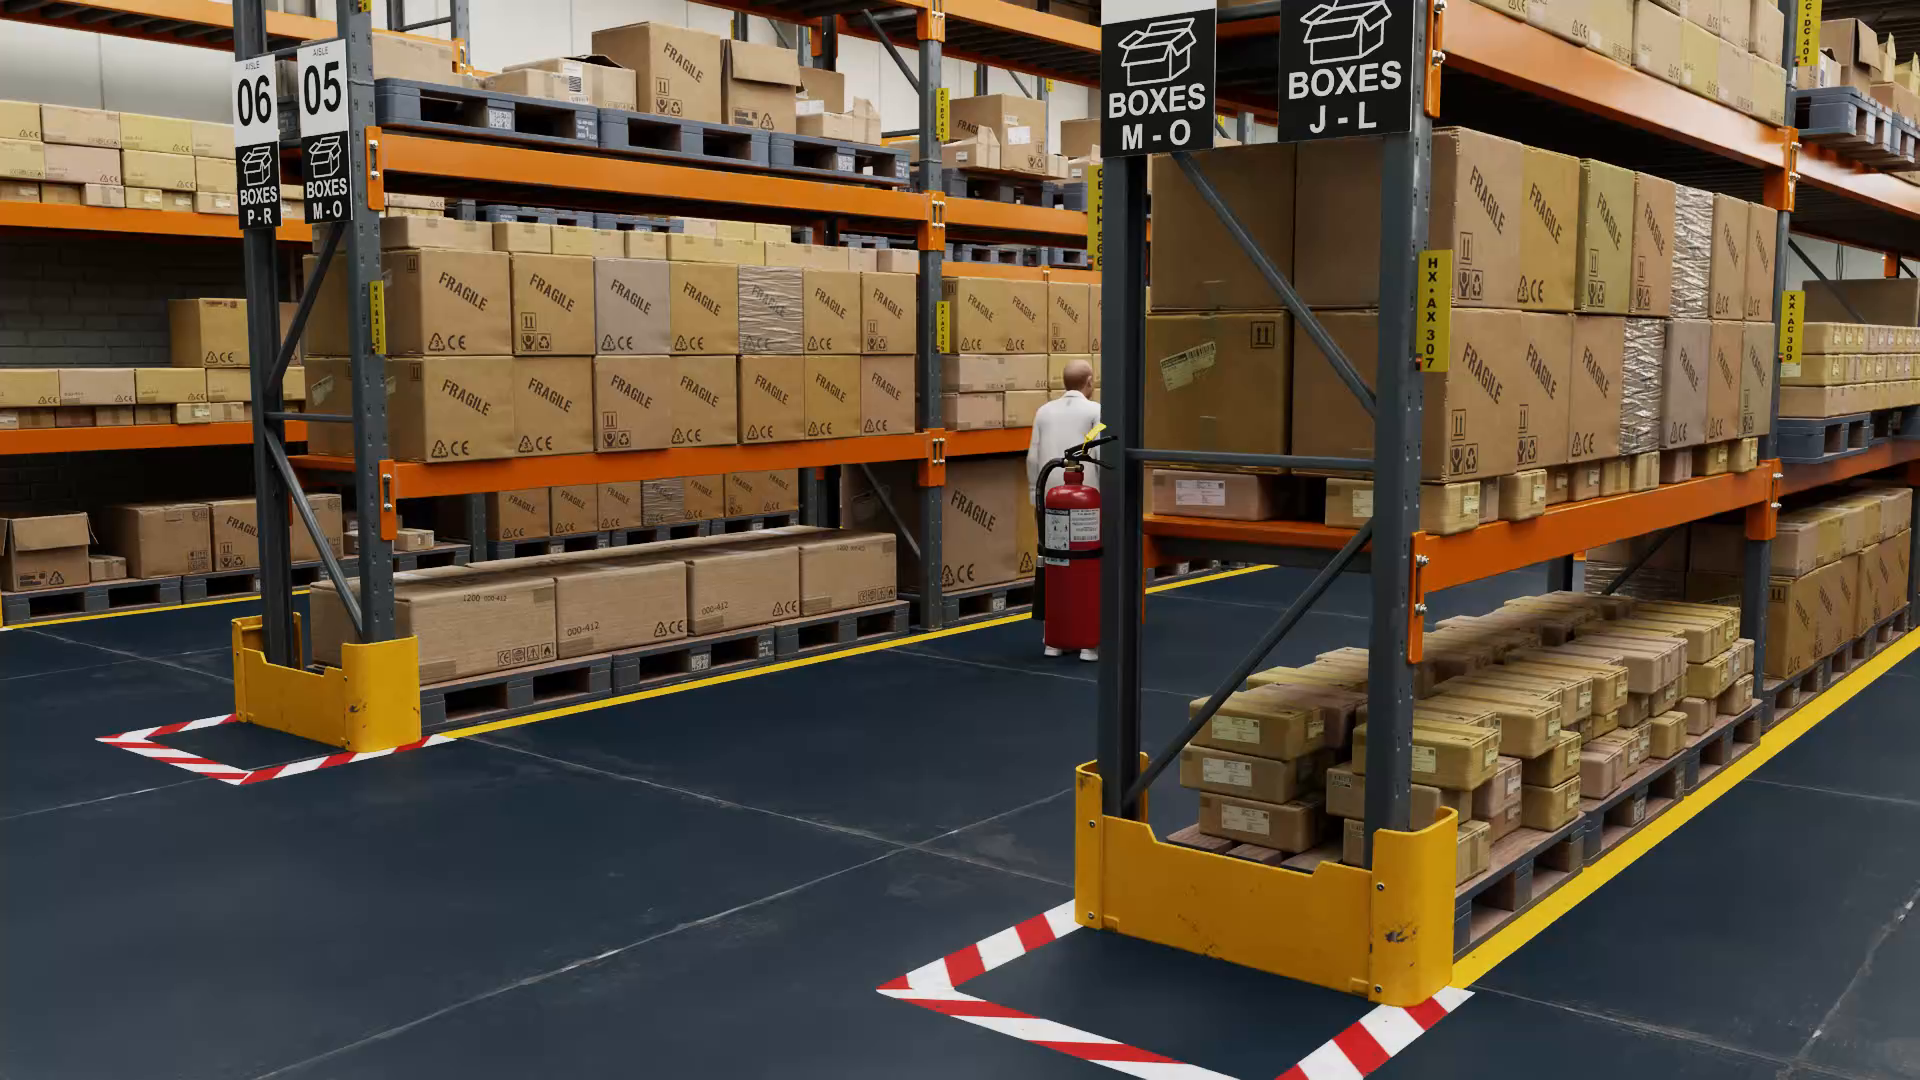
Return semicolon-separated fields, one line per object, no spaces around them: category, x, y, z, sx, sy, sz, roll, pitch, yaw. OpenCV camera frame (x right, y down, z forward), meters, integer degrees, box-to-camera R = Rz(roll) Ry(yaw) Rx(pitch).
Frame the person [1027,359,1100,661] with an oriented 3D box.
person;0.692;-0.187;9.923;0.654;1.774;0.415;5;8;37
